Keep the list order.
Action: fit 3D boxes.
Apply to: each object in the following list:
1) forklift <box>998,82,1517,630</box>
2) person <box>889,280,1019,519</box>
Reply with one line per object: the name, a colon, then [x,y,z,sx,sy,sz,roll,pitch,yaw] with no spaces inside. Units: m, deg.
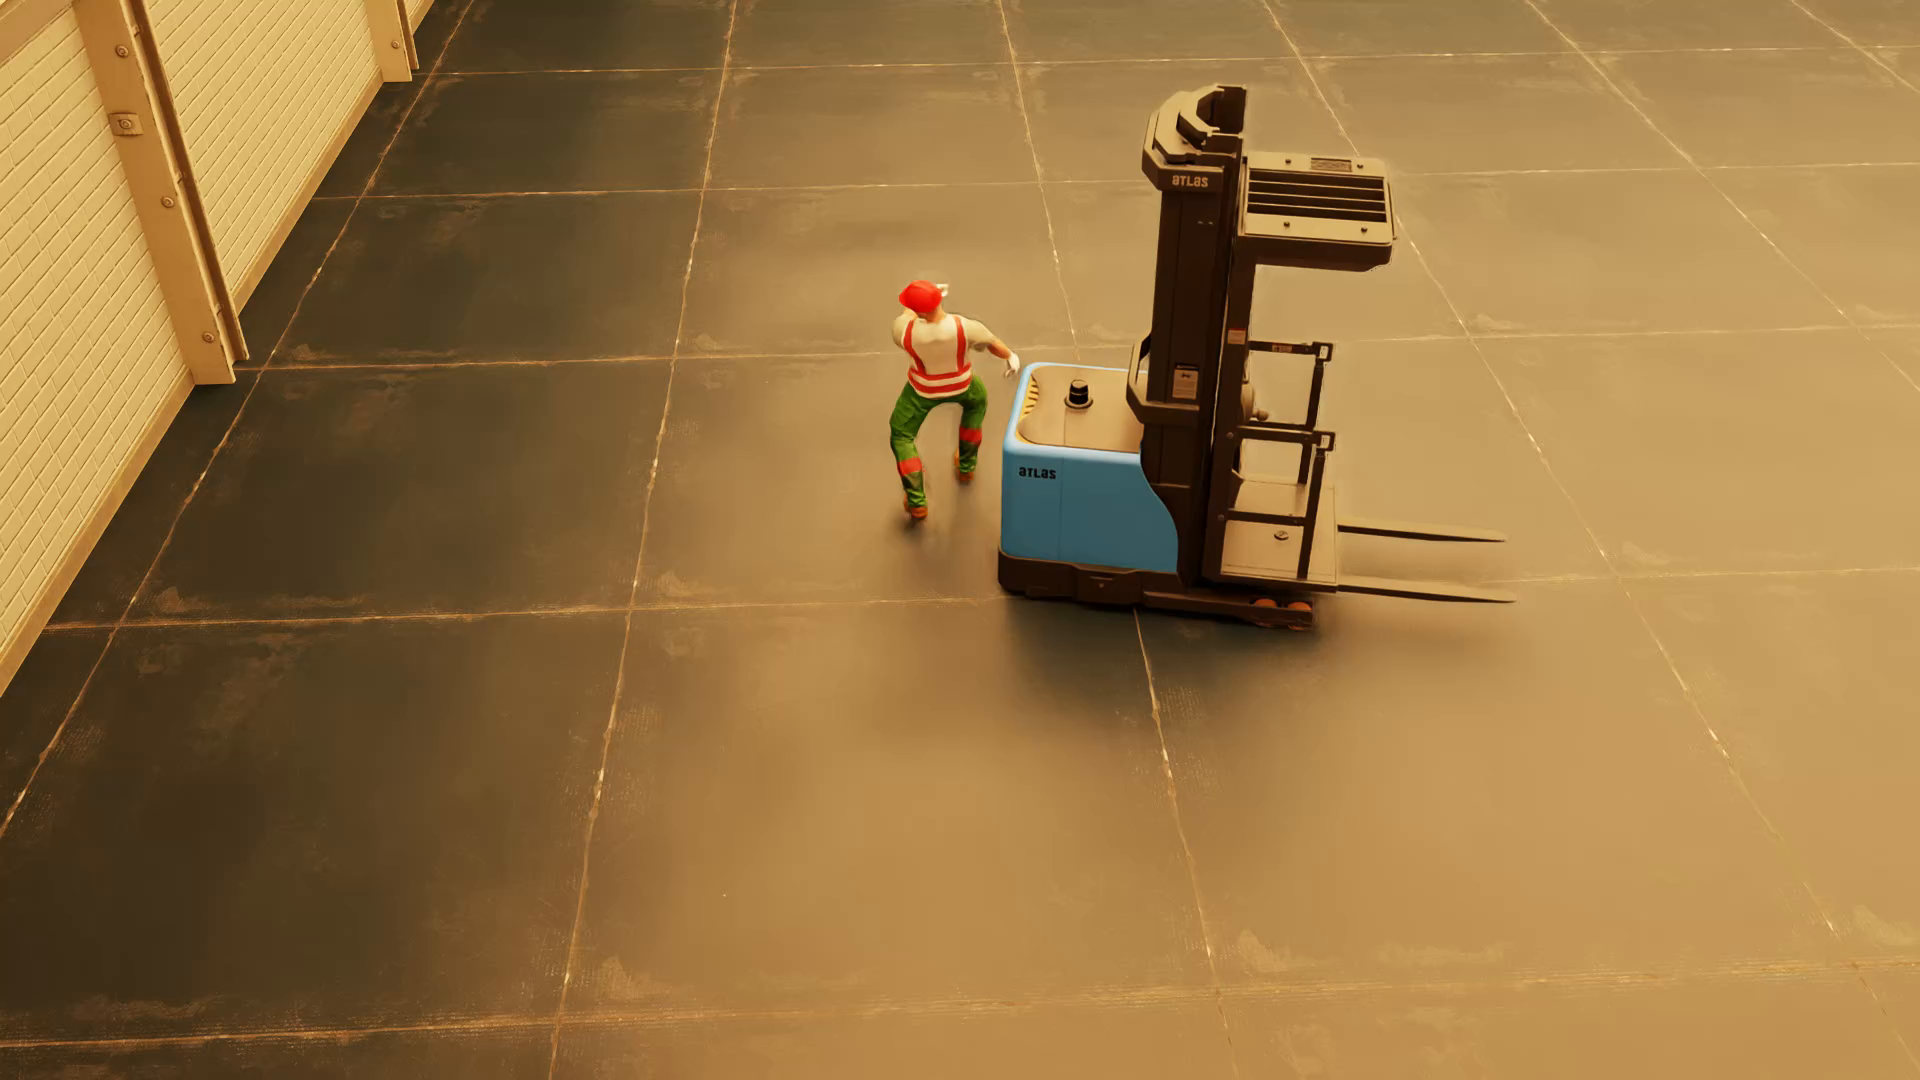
forklift: [1.793,-0.993,9.374,3.031,2.935,1.130,6,36,8]
person: [-0.042,-1.019,10.517,0.861,1.614,0.863,-10,37,-14]
